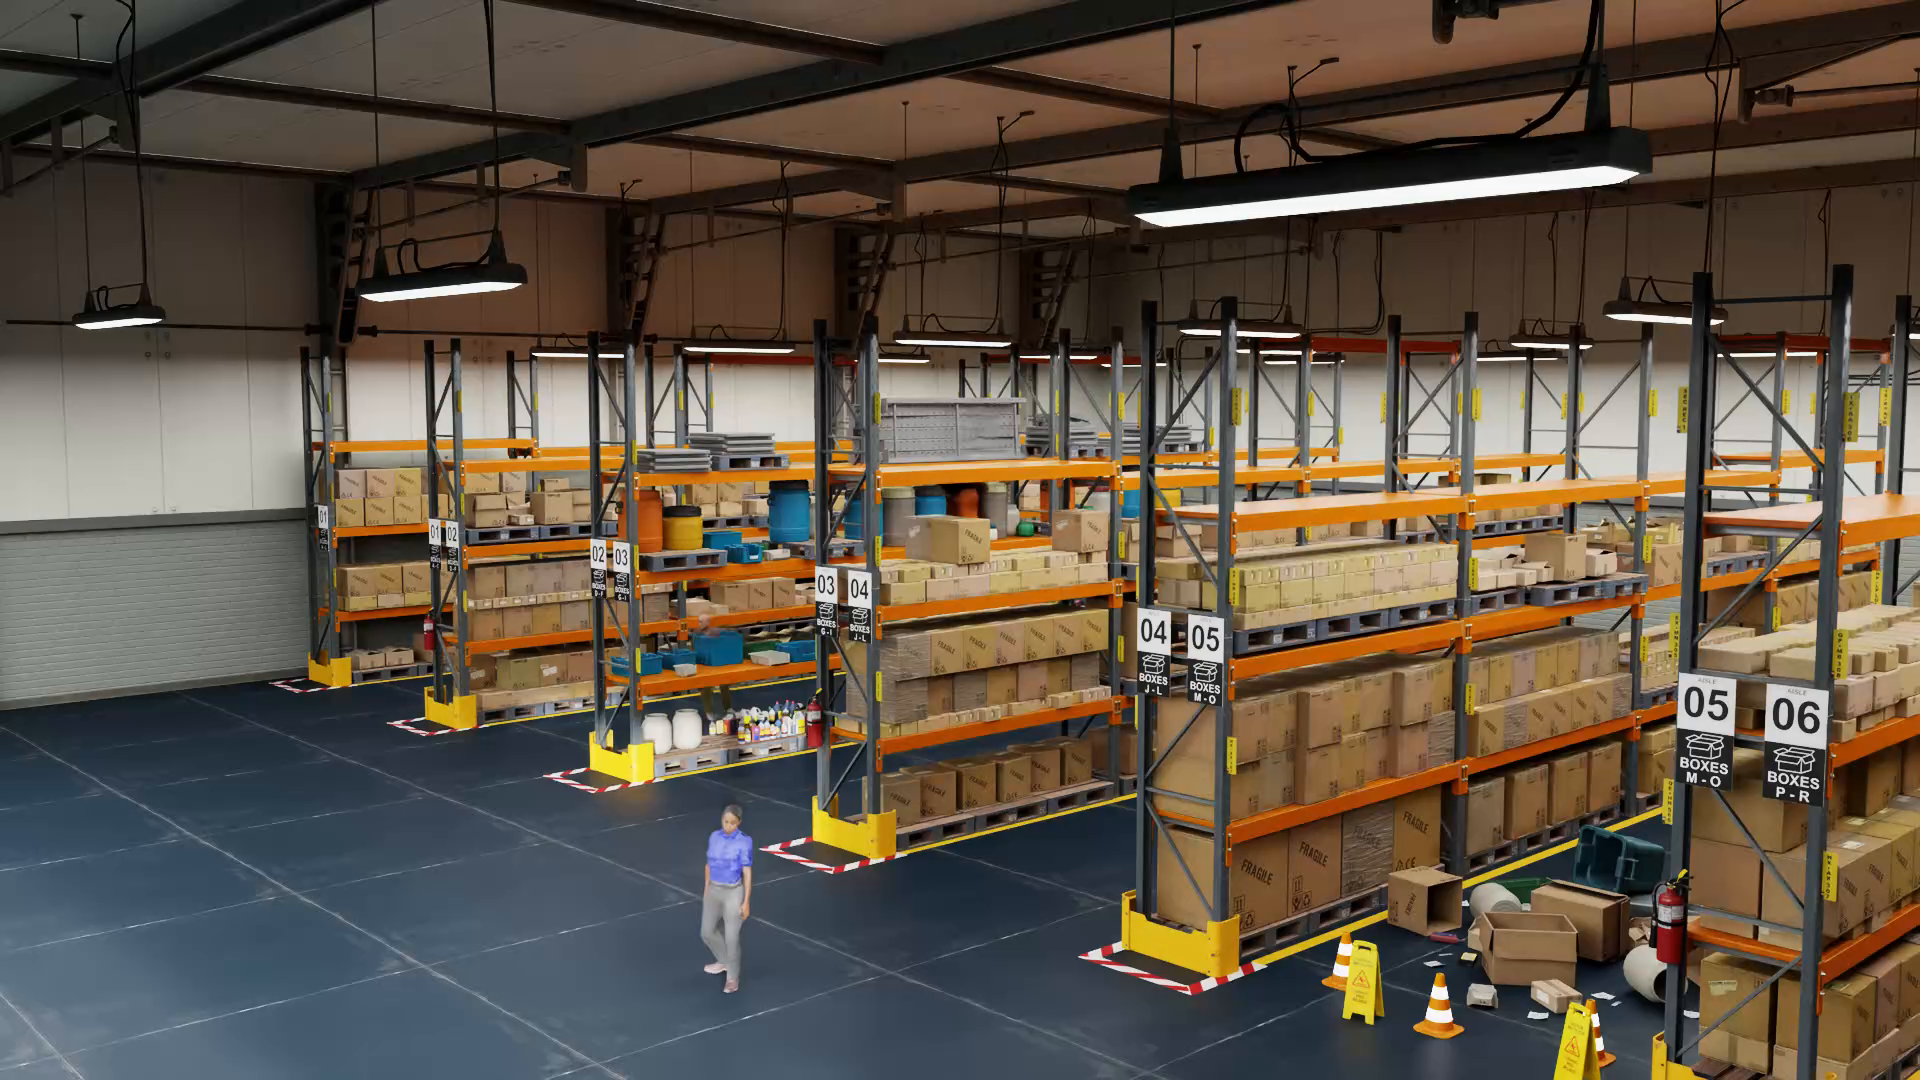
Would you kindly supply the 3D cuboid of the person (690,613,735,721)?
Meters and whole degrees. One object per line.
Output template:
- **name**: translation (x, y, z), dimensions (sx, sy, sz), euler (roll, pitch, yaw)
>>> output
- **person**: translation (-3.939, 2.018, 26.429), dimensions (0.710, 1.741, 0.876), euler (0, 5, -4)

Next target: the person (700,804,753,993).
- **person**: translation (-2.032, 3.077, 14.491), dimensions (0.581, 1.640, 0.461), euler (2, 5, 23)
